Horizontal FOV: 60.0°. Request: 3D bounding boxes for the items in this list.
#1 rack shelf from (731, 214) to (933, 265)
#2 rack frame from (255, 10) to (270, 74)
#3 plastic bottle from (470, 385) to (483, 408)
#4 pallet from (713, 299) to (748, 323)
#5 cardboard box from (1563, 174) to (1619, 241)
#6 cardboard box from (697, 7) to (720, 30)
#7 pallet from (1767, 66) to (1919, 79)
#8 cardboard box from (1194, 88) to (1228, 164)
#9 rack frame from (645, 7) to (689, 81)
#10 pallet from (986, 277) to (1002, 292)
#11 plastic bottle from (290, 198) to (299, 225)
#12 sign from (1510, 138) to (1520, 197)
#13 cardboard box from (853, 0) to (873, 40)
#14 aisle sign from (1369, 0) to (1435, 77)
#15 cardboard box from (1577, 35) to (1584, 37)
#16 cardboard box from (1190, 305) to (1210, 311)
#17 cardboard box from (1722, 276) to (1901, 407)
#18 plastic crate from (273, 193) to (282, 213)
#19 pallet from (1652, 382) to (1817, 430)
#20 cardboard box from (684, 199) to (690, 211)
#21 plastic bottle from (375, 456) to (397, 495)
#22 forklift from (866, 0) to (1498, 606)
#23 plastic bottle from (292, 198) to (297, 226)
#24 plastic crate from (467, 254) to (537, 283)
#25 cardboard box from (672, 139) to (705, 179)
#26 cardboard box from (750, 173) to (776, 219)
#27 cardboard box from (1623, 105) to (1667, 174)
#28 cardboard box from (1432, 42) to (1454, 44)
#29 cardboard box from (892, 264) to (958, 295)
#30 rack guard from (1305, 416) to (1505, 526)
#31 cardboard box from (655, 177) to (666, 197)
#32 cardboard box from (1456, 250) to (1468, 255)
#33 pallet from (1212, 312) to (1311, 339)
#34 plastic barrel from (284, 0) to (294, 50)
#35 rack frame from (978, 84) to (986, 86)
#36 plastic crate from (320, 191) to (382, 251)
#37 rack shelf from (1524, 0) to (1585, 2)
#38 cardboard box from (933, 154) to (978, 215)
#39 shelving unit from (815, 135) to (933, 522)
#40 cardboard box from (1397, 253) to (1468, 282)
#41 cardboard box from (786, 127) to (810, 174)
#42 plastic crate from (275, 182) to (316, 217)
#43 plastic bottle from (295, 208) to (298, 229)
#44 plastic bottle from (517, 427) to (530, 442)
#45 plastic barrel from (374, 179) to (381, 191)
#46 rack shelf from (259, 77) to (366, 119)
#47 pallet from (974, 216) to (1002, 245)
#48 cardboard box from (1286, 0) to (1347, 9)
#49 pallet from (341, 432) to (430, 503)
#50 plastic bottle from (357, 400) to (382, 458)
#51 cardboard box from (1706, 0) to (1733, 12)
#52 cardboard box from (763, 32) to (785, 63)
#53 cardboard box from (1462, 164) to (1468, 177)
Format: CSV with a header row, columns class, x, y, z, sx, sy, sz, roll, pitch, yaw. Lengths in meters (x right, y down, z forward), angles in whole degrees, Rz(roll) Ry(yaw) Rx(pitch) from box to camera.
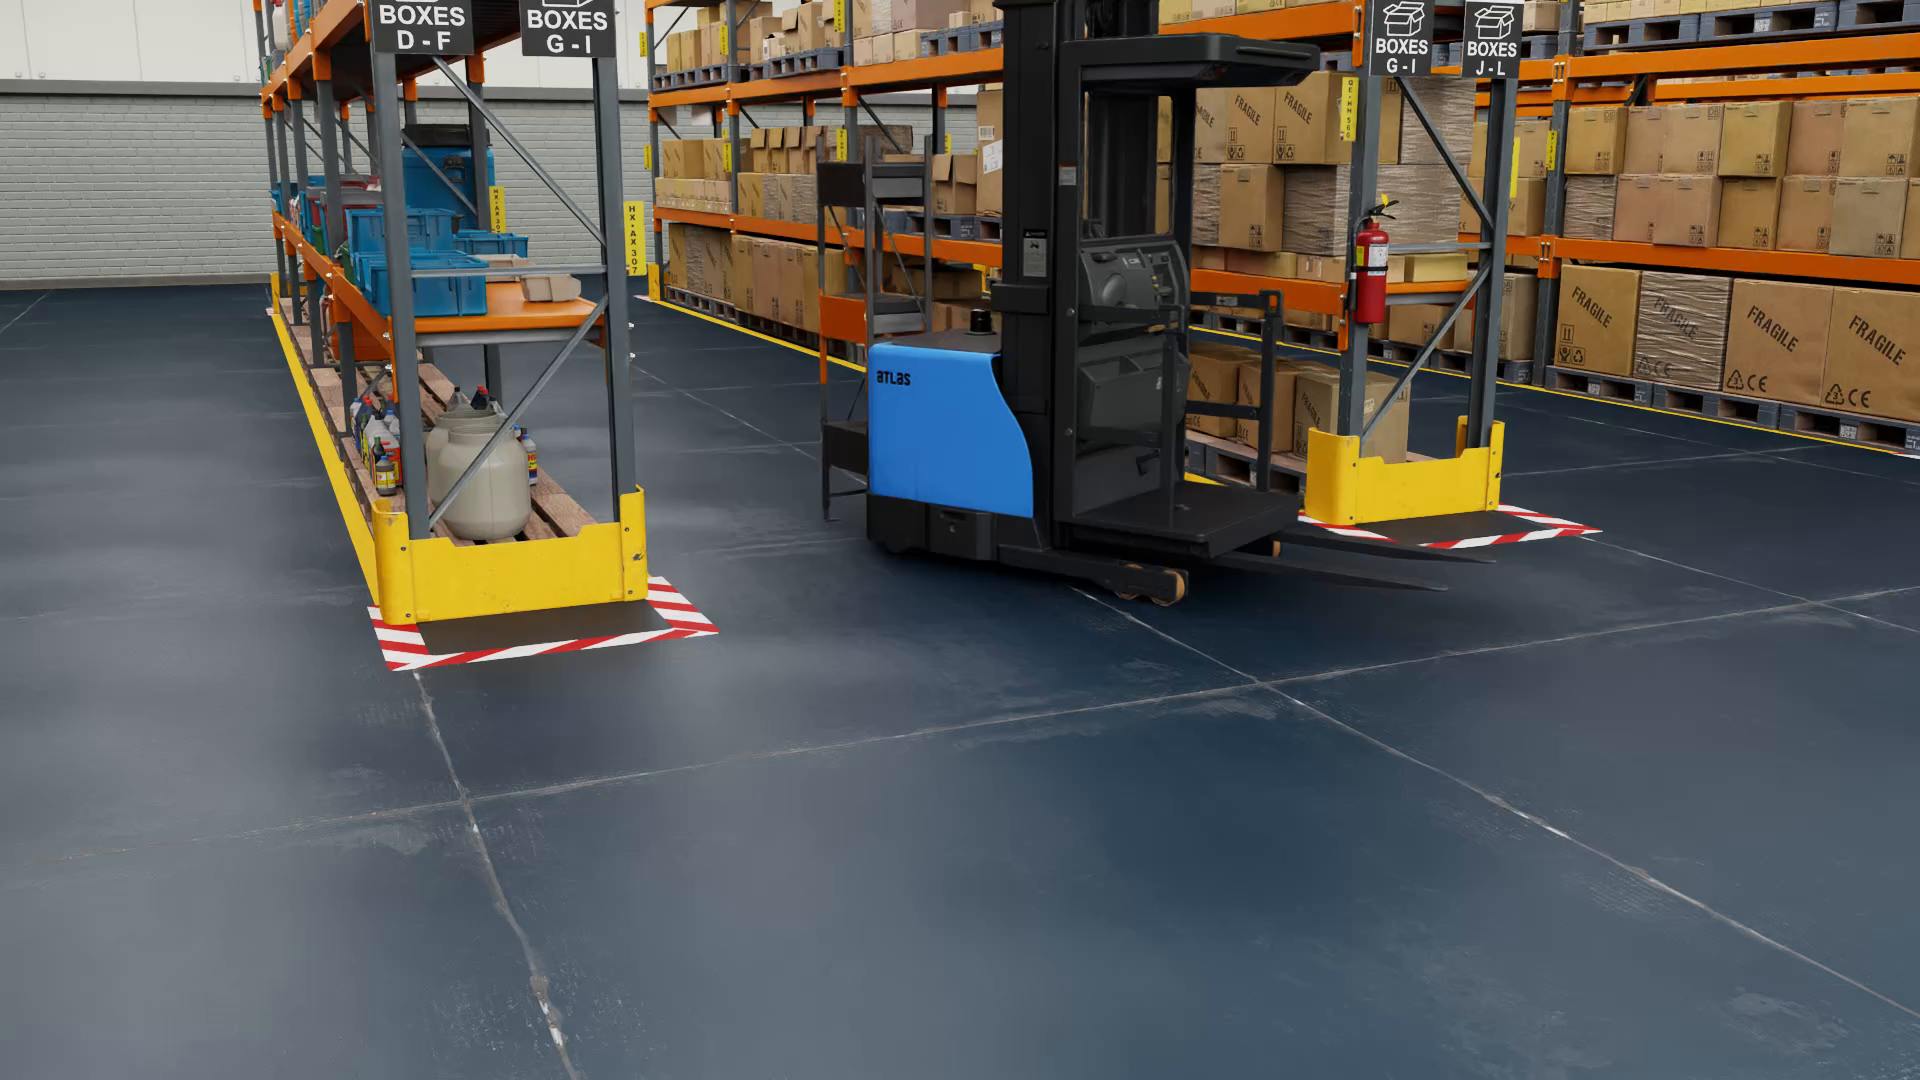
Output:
class,x,y,z,sx,sy,sz,roll,pitch,yaw
rack shelf,-1.428,-3.324,18.177,1.077,0.370,4.000,-6,14,-23
rack frame,-8.370,-7.390,20.842,1.000,3.000,0.127,-6,14,-23
plastic bottle,-3.041,-0.805,10.593,0.144,0.351,0.185,-6,14,-24
pallet,-2.462,-2.894,20.905,1.003,0.211,1.213,-6,14,-23
cardboard box,5.719,-2.860,14.244,0.875,0.550,0.550,-6,14,-23
cardboard box,-3.032,-6.625,21.152,0.500,0.250,0.500,-6,14,-25
pallet,9.487,-5.051,17.807,1.213,0.211,1.003,-6,14,-23
cardboard box,1.727,-2.587,10.297,0.500,0.500,0.500,-6,14,-23
rack frame,-3.832,-7.837,22.775,1.000,3.000,0.127,-6,14,-23
pallet,1.077,-3.796,24.805,1.003,0.211,1.213,-6,14,-23
plastic bottle,-6.785,-3.375,17.074,0.152,0.276,0.135,-6,14,-23
sign,3.074,-2.080,9.283,0.100,0.325,0.005,-6,14,-23
cardboard box,-0.675,-4.895,15.385,0.500,0.500,0.500,-5,14,-22
aisle sign,2.327,-2.836,8.704,0.394,0.787,0.004,-6,14,-23
cardboard box,7.882,-6.059,20.591,0.700,0.500,0.500,-6,15,-26
cardboard box,3.023,-3.003,19.806,0.500,0.500,0.500,-6,14,-25
cardboard box,6.476,-1.521,12.571,0.875,0.875,0.875,-6,14,-24
plastic crate,-7.925,-4.000,19.739,0.416,0.233,0.300,-6,14,-23
pallet,6.286,-1.087,13.100,1.003,0.211,1.213,-6,14,-23
cardboard box,-3.375,-4.371,21.662,0.380,0.149,0.250,-6,14,-24
plastic bottle,-3.098,-0.352,8.970,0.097,0.201,0.097,0,13,0
forklift,1.008,-1.262,7.824,3.031,2.935,1.130,9,16,35
plastic bottle,-6.656,-3.286,16.675,0.061,0.283,0.133,-6,14,-23
plastic crate,-2.681,-1.547,9.486,0.530,0.136,0.437,-6,14,-23
cardboard box,-3.474,-5.018,21.910,0.500,0.500,0.500,-6,14,-24
cardboard box,-2.072,-3.915,18.913,0.500,0.500,0.500,-6,14,-23
cardboard box,6.003,-3.279,13.658,0.875,0.550,0.550,-6,14,-23
cardboard box,4.453,-4.981,16.131,0.500,0.311,0.500,-6,14,-24
cardboard box,-0.331,-2.488,15.872,0.500,0.250,0.500,-5,14,-21
rack guard,2.547,-0.407,9.519,1.175,0.500,0.348,-6,14,-23
cardboard box,-3.887,-4.863,22.901,0.500,0.250,0.500,-6,14,-24
cardboard box,7.172,-4.032,23.419,0.875,0.875,0.875,-5,14,-21
pallet,3.646,-2.492,19.168,1.003,0.211,1.213,-6,14,-23
plastic barrel,-5.035,-4.331,13.165,0.600,0.901,0.600,0,13,0
rack frame,0.753,-8.264,24.621,1.000,3.000,0.127,-6,14,-23
plastic crate,-4.038,-2.092,11.112,0.402,0.464,0.583,-6,14,-23
rack shelf,7.652,-6.947,21.413,1.077,0.370,4.000,-6,14,-23
cardboard box,0.196,-3.040,14.192,0.797,0.503,0.637,-4,14,-17
shelving unit,-0.460,-1.104,8.983,0.431,2.100,0.503,-9,16,-34
cardboard box,2.682,-1.567,9.545,0.380,0.149,0.250,-6,14,-23
cardboard box,-1.439,-4.225,18.024,0.797,0.503,0.637,-5,14,-21
plastic crate,-7.267,-3.728,18.227,0.392,0.384,0.575,-6,14,-23
plastic bottle,-6.407,-3.162,16.166,0.097,0.271,0.097,0,13,0
plastic bottle,-2.476,-0.504,9.442,0.061,0.283,0.133,-5,14,-22
plastic barrel,-4.558,-2.676,13.530,0.421,0.512,0.421,0,13,0
rack shelf,-7.569,-5.165,19.476,1.077,0.370,4.000,-6,14,-23
pallet,0.802,-2.513,13.500,1.003,0.211,1.213,-6,14,-23
cardboard box,2.151,-3.074,9.179,0.500,0.250,0.500,-5,14,-22
pallet,-3.332,-0.487,10.505,1.003,0.211,1.213,-6,14,-23
plastic bottle,-3.544,-0.668,10.005,0.144,0.351,0.185,-6,14,-25
cardboard box,5.906,-4.086,12.623,0.380,0.149,0.250,-6,14,-23
cardboard box,-1.873,-5.476,18.491,0.500,0.311,0.500,-6,14,-25
cardboard box,4.946,-3.711,15.812,0.700,0.500,0.500,-6,14,-23
